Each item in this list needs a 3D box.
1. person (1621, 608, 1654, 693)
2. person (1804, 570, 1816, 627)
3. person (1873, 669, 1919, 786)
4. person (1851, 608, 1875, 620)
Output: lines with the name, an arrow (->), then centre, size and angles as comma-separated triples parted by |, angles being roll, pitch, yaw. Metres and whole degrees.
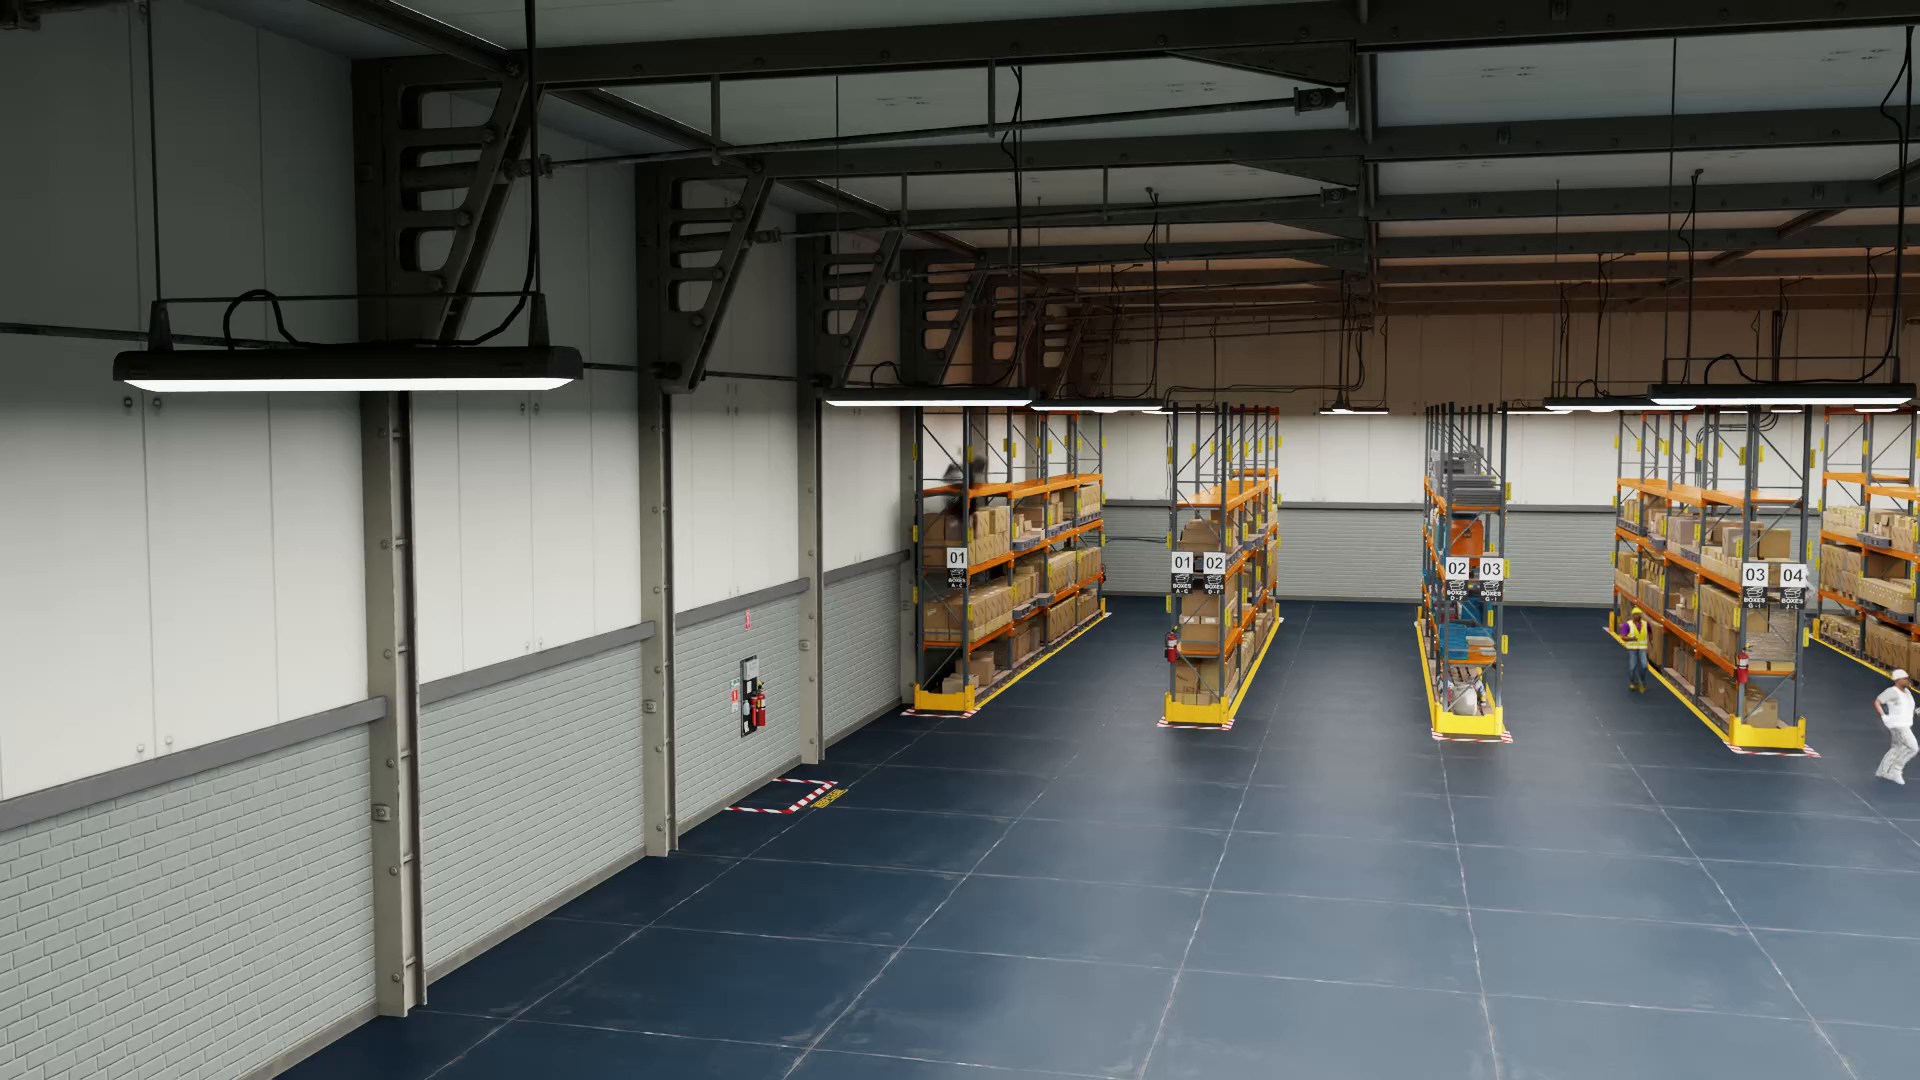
person -> 14.077, 2.292, 34.551 | 0.672, 1.777, 0.703 | 1, 4, 12
person -> 22.455, 1.617, 44.474 | 0.768, 1.694, 0.755 | 1, 4, 8
person -> 14.681, 2.919, 25.927 | 0.661, 1.797, 0.718 | -4, 6, -44
person -> 24.044, 1.649, 44.108 | 0.727, 1.729, 0.554 | 1, 4, 11
